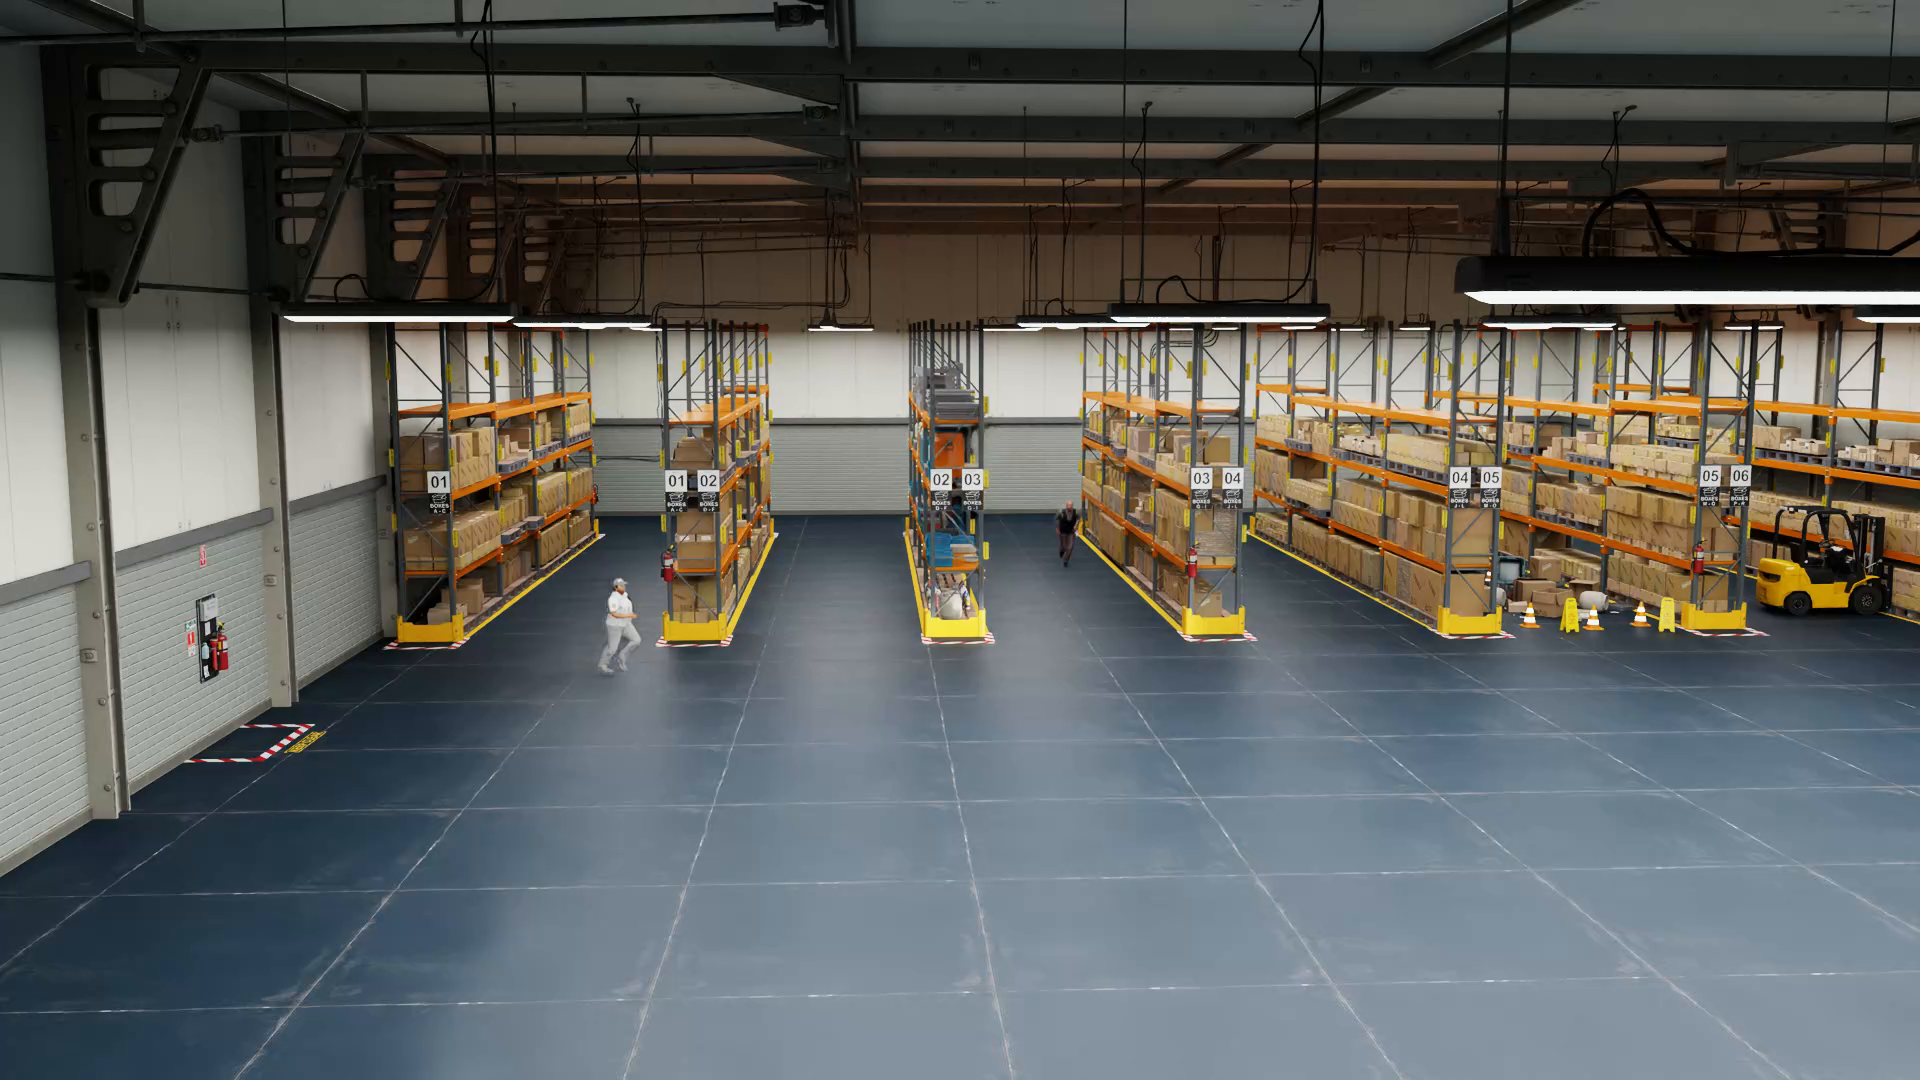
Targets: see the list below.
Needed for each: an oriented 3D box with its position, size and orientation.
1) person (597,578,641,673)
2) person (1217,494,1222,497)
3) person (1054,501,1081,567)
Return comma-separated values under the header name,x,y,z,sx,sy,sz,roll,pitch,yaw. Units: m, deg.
name,x,y,z,sx,sy,sz,roll,pitch,yaw
person,-5.732,1.438,28.065,0.806,1.621,0.619,3,8,25
person,7.178,-0.998,47.520,0.743,1.728,0.635,1,7,7
person,2.649,-0.163,41.234,0.653,1.658,0.761,-2,7,-13
